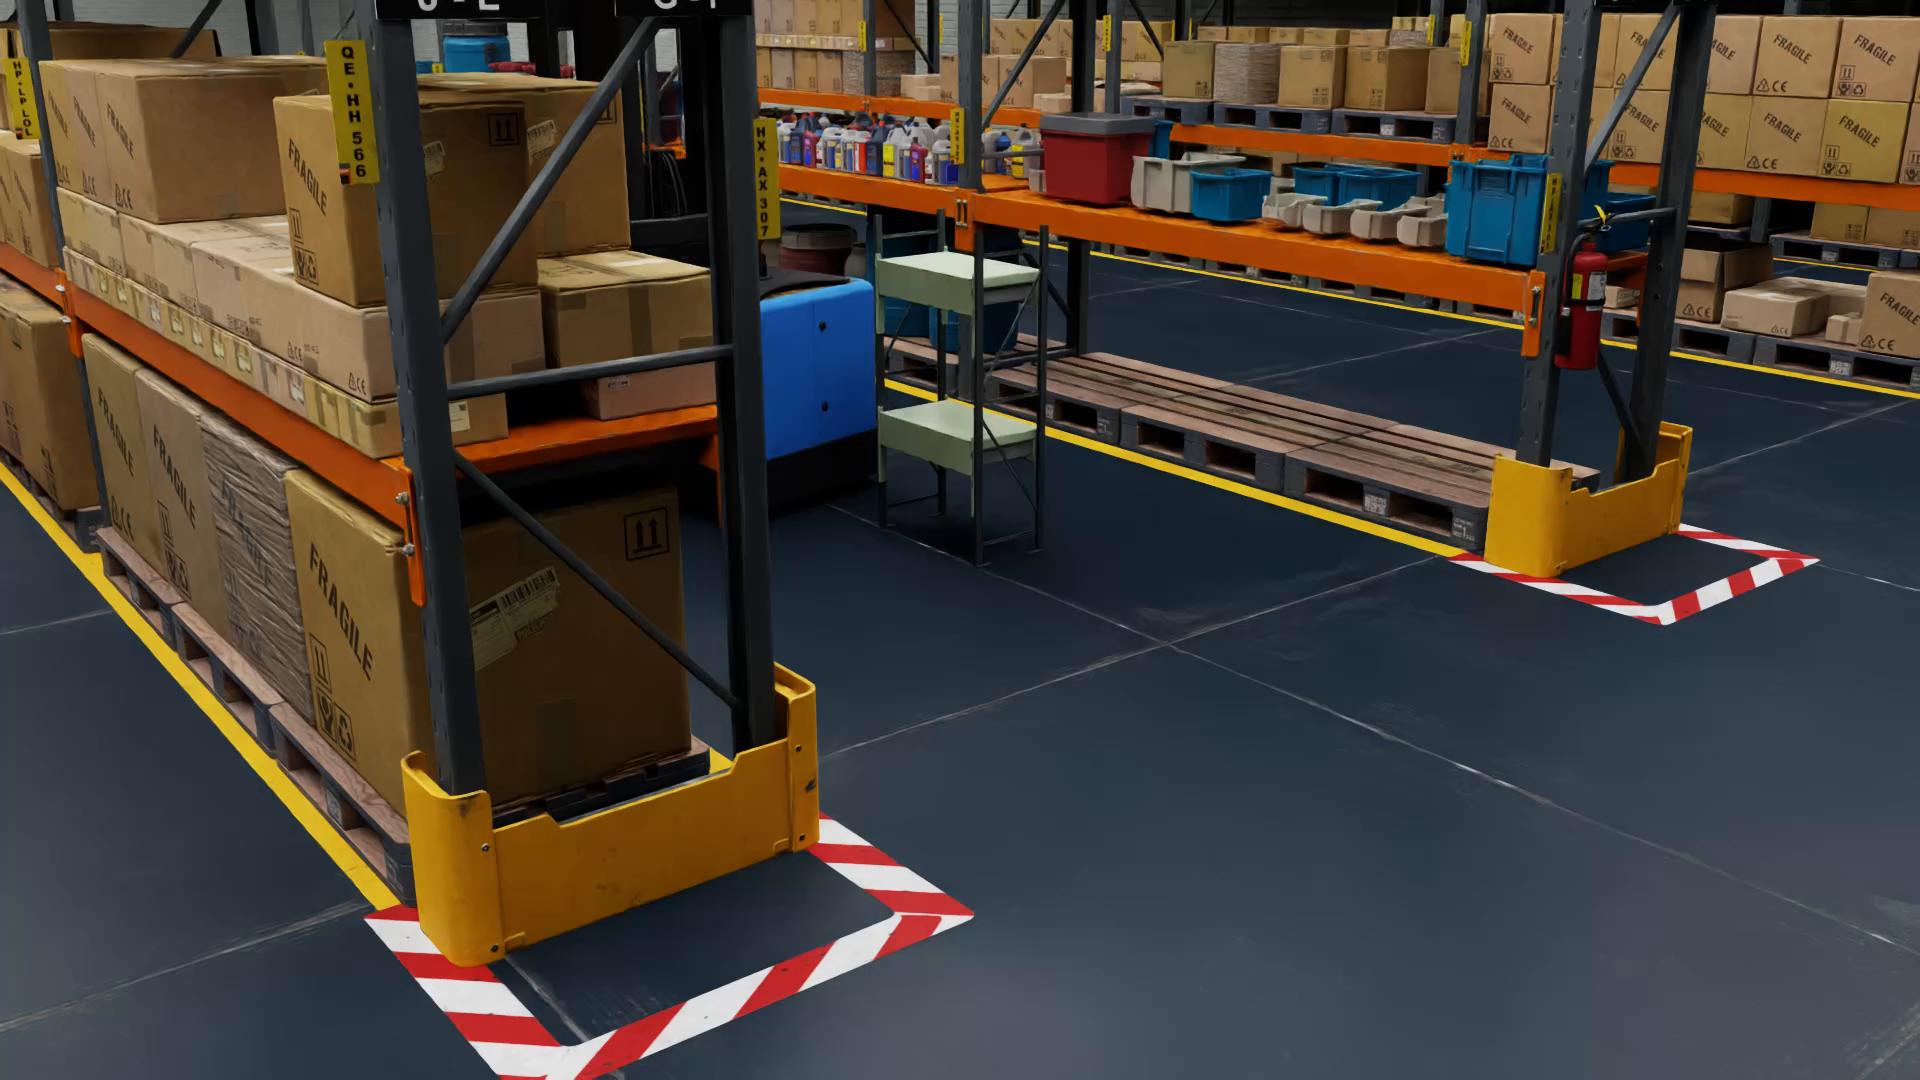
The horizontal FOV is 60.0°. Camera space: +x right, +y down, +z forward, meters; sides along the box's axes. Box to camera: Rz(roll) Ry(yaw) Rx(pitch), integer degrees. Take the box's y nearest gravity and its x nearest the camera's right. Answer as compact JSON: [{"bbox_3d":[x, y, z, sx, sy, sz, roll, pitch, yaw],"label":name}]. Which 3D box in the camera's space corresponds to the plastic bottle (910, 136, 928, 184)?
[{"bbox_3d":[-0.261,-2.418,10.580,0.061,0.283,0.133,-14,23,-36],"label":"plastic bottle"}]

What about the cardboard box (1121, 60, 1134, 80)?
[{"bbox_3d":[2.381,-6.417,22.676,0.500,0.250,0.500,-14,23,-36],"label":"cardboard box"}]

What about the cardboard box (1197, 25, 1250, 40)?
[{"bbox_3d":[3.505,-6.421,21.623,0.700,0.500,0.500,-14,23,-36],"label":"cardboard box"}]

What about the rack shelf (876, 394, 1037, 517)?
[{"bbox_3d":[-0.004,-0.404,7.734,0.431,0.370,0.720,-14,23,-36],"label":"rack shelf"}]

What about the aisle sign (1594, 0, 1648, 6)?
[{"bbox_3d":[2.715,-2.565,6.702,0.394,0.787,0.004,-14,23,-36],"label":"aisle sign"}]

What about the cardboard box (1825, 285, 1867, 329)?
[{"bbox_3d":[6.359,-1.588,11.561,0.500,0.250,0.500,-14,23,-36],"label":"cardboard box"}]

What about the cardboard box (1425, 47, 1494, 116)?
[{"bbox_3d":[4.183,-3.765,13.633,0.500,0.500,0.700,11,21,30],"label":"cardboard box"}]

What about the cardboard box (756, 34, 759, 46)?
[{"bbox_3d":[-2.432,-6.277,20.856,0.380,0.149,0.250,-15,23,-38],"label":"cardboard box"}]

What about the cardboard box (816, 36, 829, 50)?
[{"bbox_3d":[-1.483,-5.899,19.716,0.380,0.149,0.250,-14,23,-36],"label":"cardboard box"}]

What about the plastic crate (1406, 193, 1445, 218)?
[{"bbox_3d":[2.449,-1.697,8.539,0.250,0.136,0.298,-14,23,-36],"label":"plastic crate"}]

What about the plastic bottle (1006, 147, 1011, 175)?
[{"bbox_3d":[0.354,-2.529,11.044,0.097,0.201,0.097,0,18,0],"label":"plastic bottle"}]

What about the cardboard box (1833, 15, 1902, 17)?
[{"bbox_3d":[6.079,-3.306,11.326,0.500,0.500,0.500,-14,23,-35],"label":"cardboard box"}]

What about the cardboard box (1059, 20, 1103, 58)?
[{"bbox_3d":[1.737,-7.023,23.314,0.500,0.500,0.500,-13,22,-34],"label":"cardboard box"}]

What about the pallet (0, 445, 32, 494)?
[{"bbox_3d":[-4.766,-0.578,9.271,1.003,0.211,1.213,-14,23,-36],"label":"pallet"}]

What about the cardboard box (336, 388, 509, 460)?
[{"bbox_3d":[-1.462,-0.344,4.528,0.380,0.149,0.250,-13,23,-35],"label":"cardboard box"}]

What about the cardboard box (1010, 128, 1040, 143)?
[{"bbox_3d":[1.091,-6.027,24.869,0.500,0.311,0.500,-17,25,-42],"label":"cardboard box"}]

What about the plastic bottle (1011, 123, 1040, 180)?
[{"bbox_3d":[0.427,-2.528,10.804,0.144,0.351,0.185,-14,23,-36],"label":"plastic bottle"}]

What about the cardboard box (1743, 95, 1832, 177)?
[{"bbox_3d":[5.663,-2.728,11.169,0.500,0.500,0.500,-14,23,-36],"label":"cardboard box"}]

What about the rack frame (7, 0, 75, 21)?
[{"bbox_3d":[-5.950,-2.411,10.371,1.000,3.000,0.127,-14,23,-36],"label":"rack frame"}]

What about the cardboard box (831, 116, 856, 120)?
[{"bbox_3d":[-1.329,-5.001,20.706,0.500,0.500,0.500,-14,23,-36],"label":"cardboard box"}]

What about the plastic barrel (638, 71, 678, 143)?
[{"bbox_3d":[-2.593,-3.497,13.436,0.600,0.536,0.708,-14,23,-36],"label":"plastic barrel"}]

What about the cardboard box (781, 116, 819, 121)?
[{"bbox_3d":[-2.061,-5.019,20.761,0.500,0.500,0.500,-14,23,-36],"label":"cardboard box"}]

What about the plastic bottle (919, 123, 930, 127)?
[{"bbox_3d":[-0.291,-2.807,11.764,0.152,0.276,0.135,-14,23,-36],"label":"plastic bottle"}]

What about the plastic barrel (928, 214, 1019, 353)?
[{"bbox_3d":[0.092,-1.732,10.992,0.600,0.901,0.708,-14,23,-36],"label":"plastic barrel"}]

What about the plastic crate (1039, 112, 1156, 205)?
[{"bbox_3d":[0.774,-2.182,9.482,0.402,0.464,0.583,-14,23,-36],"label":"plastic crate"}]

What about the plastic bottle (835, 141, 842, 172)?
[{"bbox_3d":[-0.799,-2.602,11.265,0.097,0.201,0.097,0,18,0],"label":"plastic bottle"}]

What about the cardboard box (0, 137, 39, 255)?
[{"bbox_3d":[-4.273,-1.658,7.938,0.500,0.500,0.500,-13,22,-34],"label":"cardboard box"}]

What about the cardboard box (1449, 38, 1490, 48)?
[{"bbox_3d":[5.800,-5.339,18.552,0.500,0.500,0.500,-13,22,-35],"label":"cardboard box"}]

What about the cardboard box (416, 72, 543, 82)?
[{"bbox_3d":[-1.706,-1.286,5.547,0.500,0.500,0.500,-15,23,-38],"label":"cardboard box"}]

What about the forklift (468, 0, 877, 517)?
[{"bbox_3d":[-1.891,-1.861,8.820,3.031,2.935,1.130,14,23,36],"label":"forklift"}]

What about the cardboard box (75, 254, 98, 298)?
[{"bbox_3d":[-3.380,-1.103,6.822,0.380,0.149,0.250,-15,23,-38],"label":"cardboard box"}]

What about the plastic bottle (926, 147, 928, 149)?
[{"bbox_3d":[-0.222,-2.450,10.807,0.097,0.201,0.097,0,18,0],"label":"plastic bottle"}]

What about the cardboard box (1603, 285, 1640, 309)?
[{"bbox_3d":[4.937,-1.865,12.529,0.380,0.166,0.250,-14,23,-36],"label":"cardboard box"}]

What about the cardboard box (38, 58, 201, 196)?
[{"bbox_3d":[-3.369,-1.683,6.746,0.500,0.500,0.500,-14,23,-36],"label":"cardboard box"}]

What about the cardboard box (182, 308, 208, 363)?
[{"bbox_3d":[-2.411,-0.720,5.666,0.380,0.149,0.250,-13,23,-35],"label":"cardboard box"}]

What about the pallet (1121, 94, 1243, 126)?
[{"bbox_3d":[2.294,-4.099,15.774,1.213,0.211,1.003,-14,23,-36],"label":"pallet"}]

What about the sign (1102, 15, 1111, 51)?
[{"bbox_3d":[1.385,-4.784,15.695,0.100,0.325,0.005,-14,23,-36],"label":"sign"}]

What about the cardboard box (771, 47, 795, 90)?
[{"bbox_3d":[-1.906,-5.864,20.639,0.700,0.500,0.500,-13,22,-35],"label":"cardboard box"}]

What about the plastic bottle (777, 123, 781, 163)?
[{"bbox_3d":[-1.284,-2.828,11.836,0.097,0.271,0.097,0,18,0],"label":"plastic bottle"}]

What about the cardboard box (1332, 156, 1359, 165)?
[{"bbox_3d":[4.982,-4.650,20.410,0.700,0.500,0.500,-14,23,-36],"label":"cardboard box"}]

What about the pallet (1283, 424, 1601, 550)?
[{"bbox_3d":[2.418,-0.293,8.412,1.003,0.211,1.213,-14,23,-36],"label":"pallet"}]

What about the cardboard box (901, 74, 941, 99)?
[{"bbox_3d":[-0.326,-5.145,18.867,0.500,0.250,0.500,-12,22,-33],"label":"cardboard box"}]

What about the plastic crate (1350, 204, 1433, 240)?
[{"bbox_3d":[2.083,-1.549,8.093,0.396,0.136,0.243,-14,23,-36],"label":"plastic crate"}]

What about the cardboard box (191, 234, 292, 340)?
[{"bbox_3d":[-2.122,-0.827,5.355,0.500,0.250,0.500,-15,23,-38],"label":"cardboard box"}]

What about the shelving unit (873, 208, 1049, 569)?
[{"bbox_3d":[-0.004,-0.714,7.632,0.431,1.500,0.755,-14,23,-36],"label":"shelving unit"}]

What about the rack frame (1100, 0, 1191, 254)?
[{"bbox_3d":[1.818,-4.343,16.207,1.000,3.000,0.127,-14,23,-36],"label":"rack frame"}]

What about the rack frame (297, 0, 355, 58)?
[{"bbox_3d":[-7.034,-5.349,19.244,1.000,3.000,0.127,-14,23,-36],"label":"rack frame"}]

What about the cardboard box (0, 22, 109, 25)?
[{"bbox_3d":[-5.106,-2.590,9.157,0.797,0.503,0.637,-13,23,-35],"label":"cardboard box"}]

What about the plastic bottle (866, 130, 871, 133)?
[{"bbox_3d":[-0.619,-2.641,11.271,0.097,0.271,0.097,0,18,0],"label":"plastic bottle"}]

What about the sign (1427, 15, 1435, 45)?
[{"bbox_3d":[5.279,-5.715,18.633,0.100,0.325,0.005,-14,23,-36],"label":"sign"}]

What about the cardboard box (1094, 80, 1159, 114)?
[{"bbox_3d":[1.626,-4.399,16.518,0.500,0.311,0.500,-12,22,-33],"label":"cardboard box"}]

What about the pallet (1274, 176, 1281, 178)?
[{"bbox_3d":[4.461,-4.480,21.058,1.003,0.211,1.213,-14,23,-36],"label":"pallet"}]

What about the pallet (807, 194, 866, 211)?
[{"bbox_3d":[-1.127,-4.209,20.239,1.003,0.211,1.213,-14,23,-36],"label":"pallet"}]

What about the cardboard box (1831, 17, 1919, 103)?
[{"bbox_3d":[5.979,-3.074,10.625,0.500,0.500,0.500,-13,22,-35],"label":"cardboard box"}]

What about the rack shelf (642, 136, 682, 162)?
[{"bbox_3d":[-3.309,-3.529,14.892,1.077,0.370,4.000,-14,23,-36],"label":"rack shelf"}]

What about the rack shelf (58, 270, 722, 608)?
[{"bbox_3d":[-2.225,-0.591,6.019,1.077,0.370,4.000,-14,23,-36],"label":"rack shelf"}]

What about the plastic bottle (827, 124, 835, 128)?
[{"bbox_3d":[-0.979,-3.058,12.641,0.097,0.201,0.097,0,18,0],"label":"plastic bottle"}]

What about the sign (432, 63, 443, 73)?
[{"bbox_3d":[-4.989,-4.390,15.907,0.100,0.325,0.005,-14,23,-36],"label":"sign"}]
